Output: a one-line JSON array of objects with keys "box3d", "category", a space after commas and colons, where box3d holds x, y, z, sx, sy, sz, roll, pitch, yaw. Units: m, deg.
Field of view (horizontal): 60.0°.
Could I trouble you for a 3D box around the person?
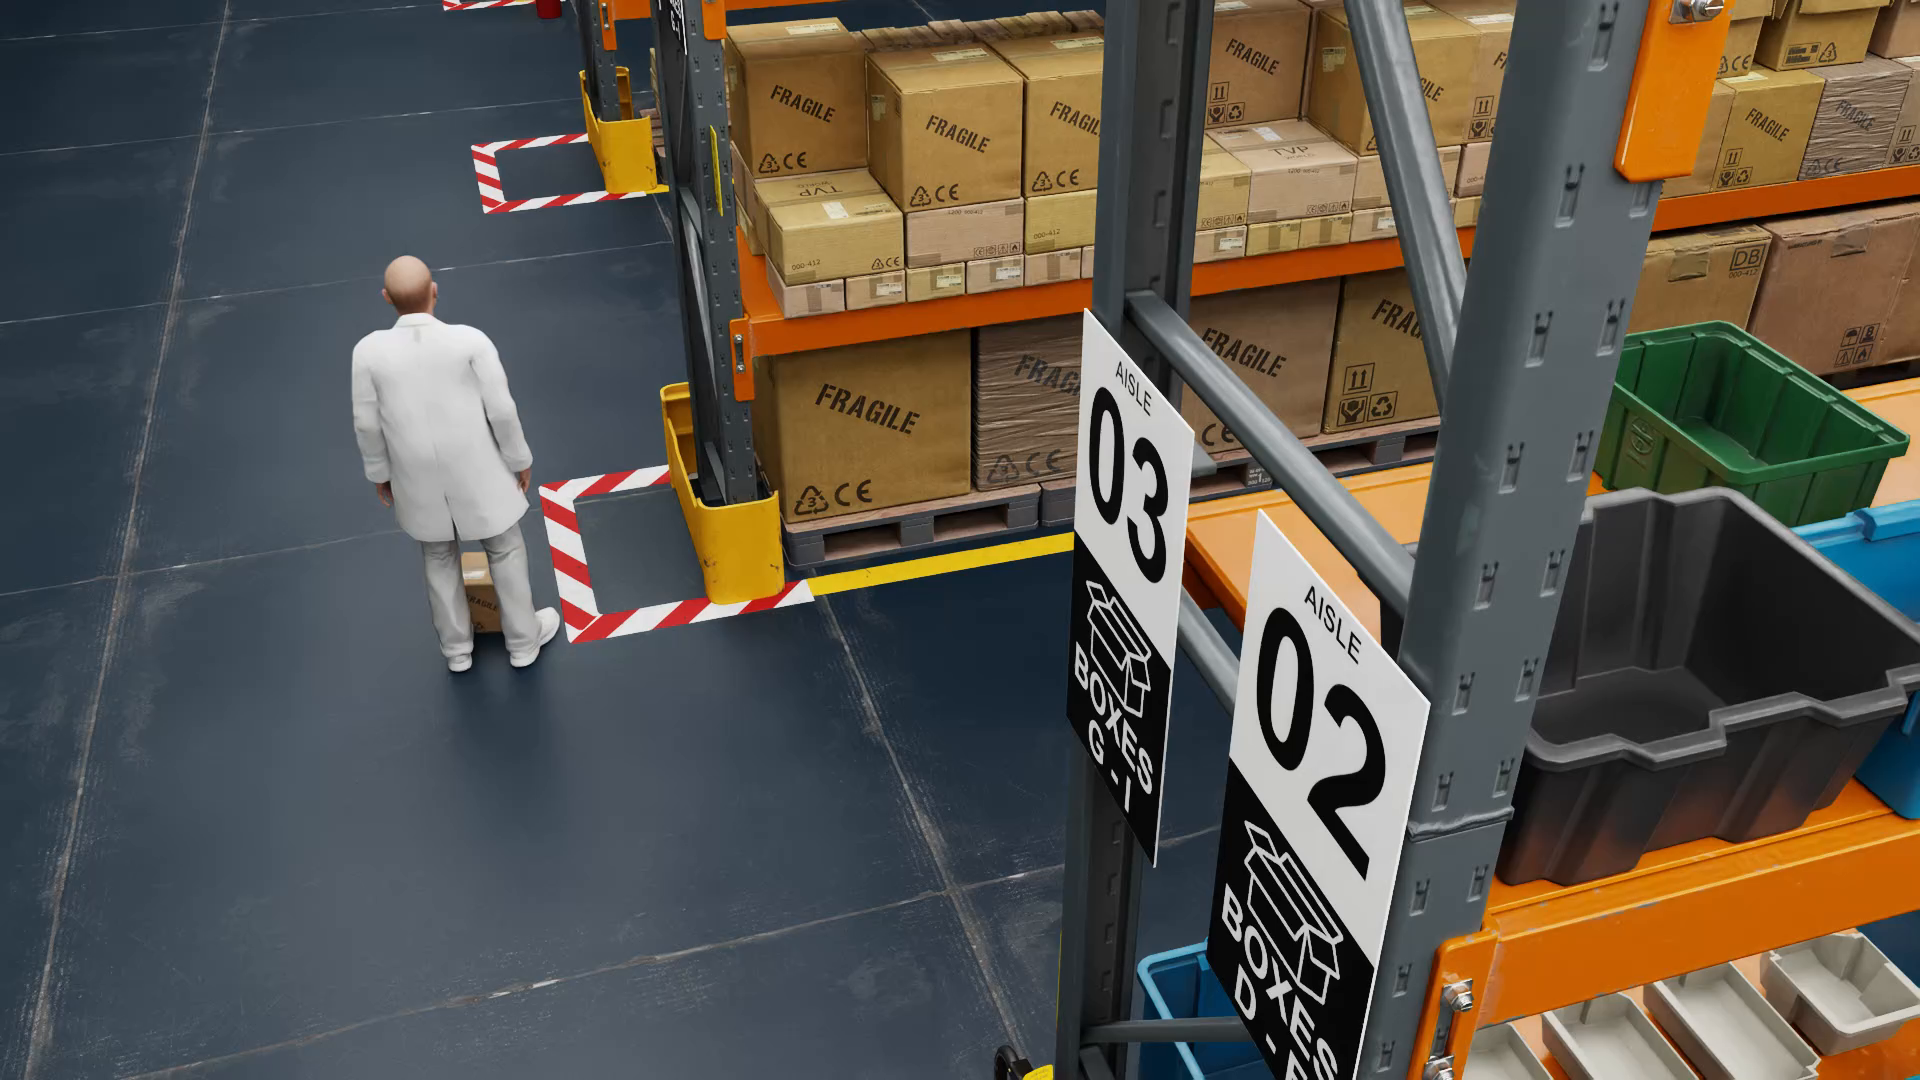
[{"box3d": [-2.014, -0.274, 6.570, 0.645, 1.772, 0.429, -4, 34, -6], "category": "person"}]
